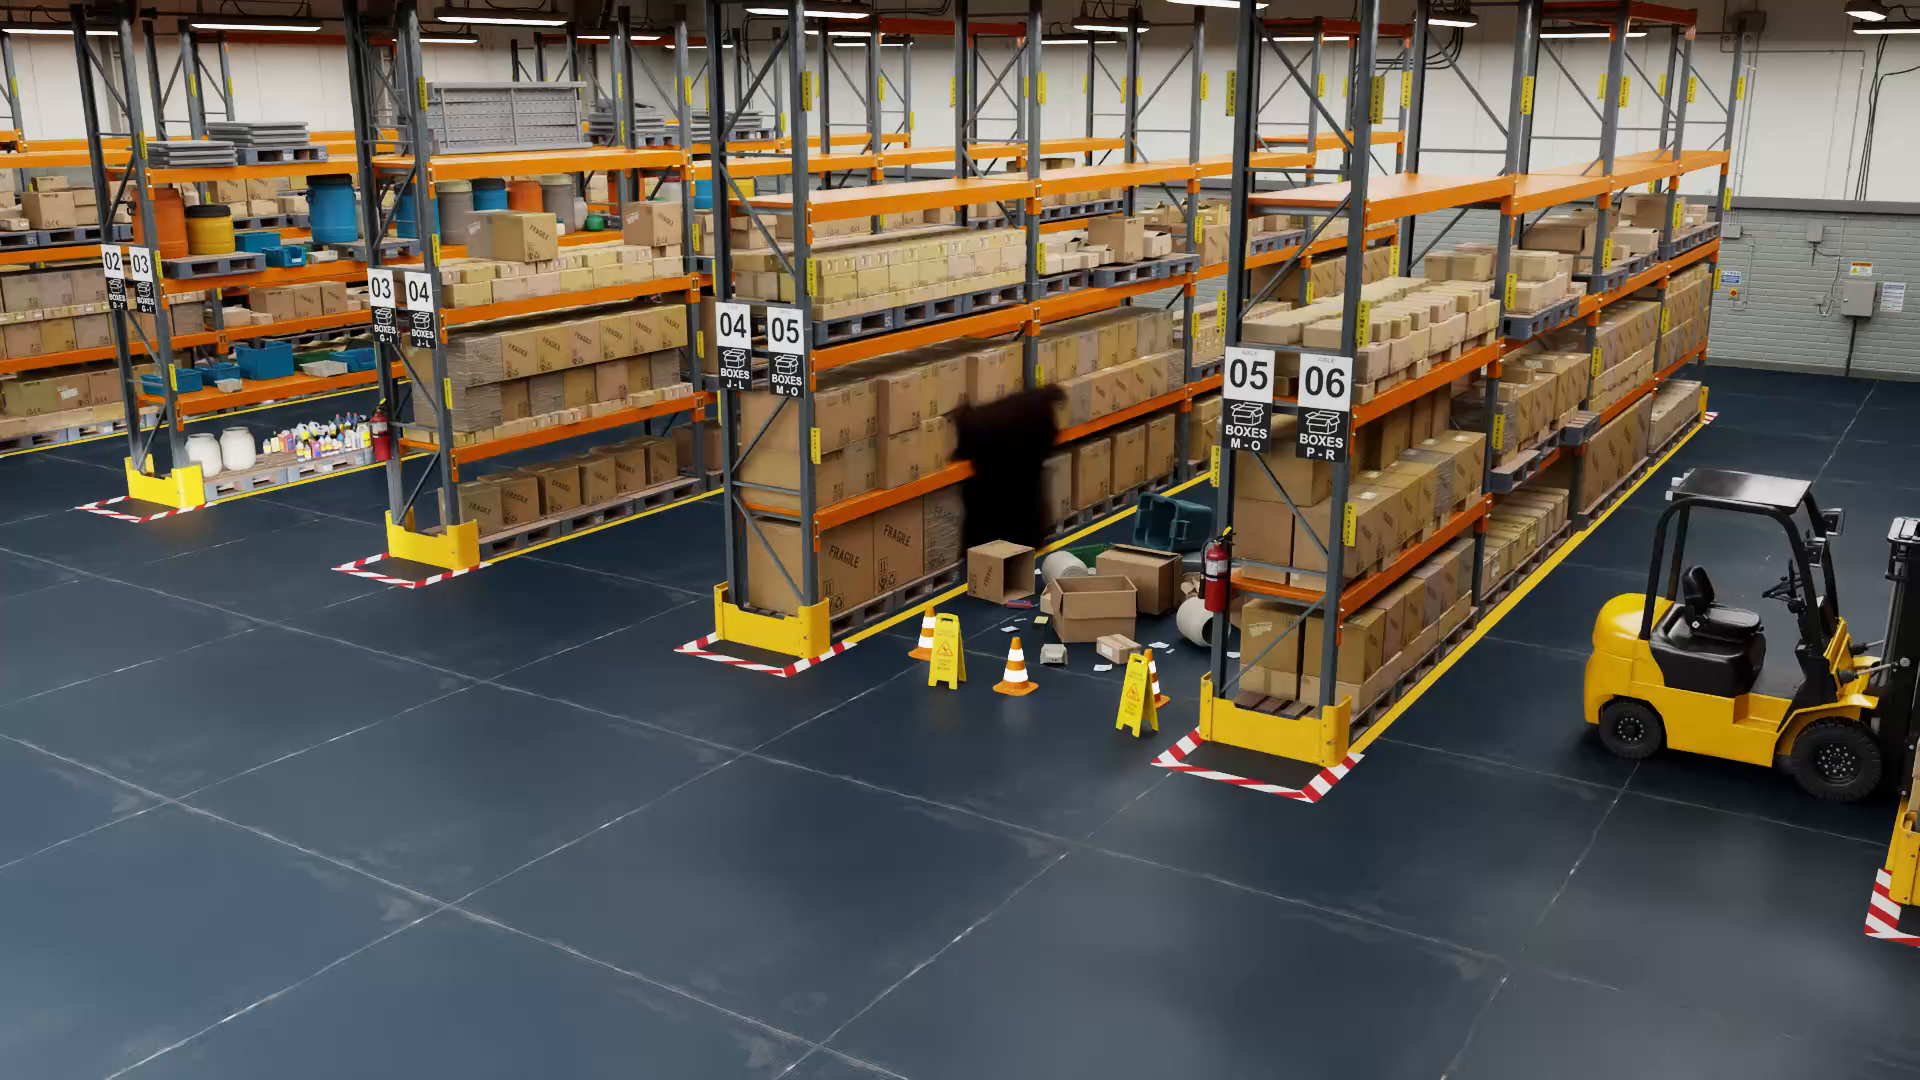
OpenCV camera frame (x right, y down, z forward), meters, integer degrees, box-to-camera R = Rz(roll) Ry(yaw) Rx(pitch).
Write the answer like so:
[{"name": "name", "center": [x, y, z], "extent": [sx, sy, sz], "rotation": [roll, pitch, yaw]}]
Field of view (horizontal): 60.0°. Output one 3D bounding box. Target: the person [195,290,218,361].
[{"name": "person", "center": [-12.945, -3.465, 28.487], "extent": [0.582, 1.726, 0.391], "rotation": [-3, 16, -9]}]

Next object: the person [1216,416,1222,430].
[{"name": "person", "center": [3.400, -1.459, 20.037], "extent": [0.607, 1.803, 0.397], "rotation": [-7, 17, -23]}]

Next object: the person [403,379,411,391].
[{"name": "person", "center": [-9.141, -3.434, 28.492], "extent": [0.778, 1.716, 0.985], "rotation": [10, 18, 32]}]
